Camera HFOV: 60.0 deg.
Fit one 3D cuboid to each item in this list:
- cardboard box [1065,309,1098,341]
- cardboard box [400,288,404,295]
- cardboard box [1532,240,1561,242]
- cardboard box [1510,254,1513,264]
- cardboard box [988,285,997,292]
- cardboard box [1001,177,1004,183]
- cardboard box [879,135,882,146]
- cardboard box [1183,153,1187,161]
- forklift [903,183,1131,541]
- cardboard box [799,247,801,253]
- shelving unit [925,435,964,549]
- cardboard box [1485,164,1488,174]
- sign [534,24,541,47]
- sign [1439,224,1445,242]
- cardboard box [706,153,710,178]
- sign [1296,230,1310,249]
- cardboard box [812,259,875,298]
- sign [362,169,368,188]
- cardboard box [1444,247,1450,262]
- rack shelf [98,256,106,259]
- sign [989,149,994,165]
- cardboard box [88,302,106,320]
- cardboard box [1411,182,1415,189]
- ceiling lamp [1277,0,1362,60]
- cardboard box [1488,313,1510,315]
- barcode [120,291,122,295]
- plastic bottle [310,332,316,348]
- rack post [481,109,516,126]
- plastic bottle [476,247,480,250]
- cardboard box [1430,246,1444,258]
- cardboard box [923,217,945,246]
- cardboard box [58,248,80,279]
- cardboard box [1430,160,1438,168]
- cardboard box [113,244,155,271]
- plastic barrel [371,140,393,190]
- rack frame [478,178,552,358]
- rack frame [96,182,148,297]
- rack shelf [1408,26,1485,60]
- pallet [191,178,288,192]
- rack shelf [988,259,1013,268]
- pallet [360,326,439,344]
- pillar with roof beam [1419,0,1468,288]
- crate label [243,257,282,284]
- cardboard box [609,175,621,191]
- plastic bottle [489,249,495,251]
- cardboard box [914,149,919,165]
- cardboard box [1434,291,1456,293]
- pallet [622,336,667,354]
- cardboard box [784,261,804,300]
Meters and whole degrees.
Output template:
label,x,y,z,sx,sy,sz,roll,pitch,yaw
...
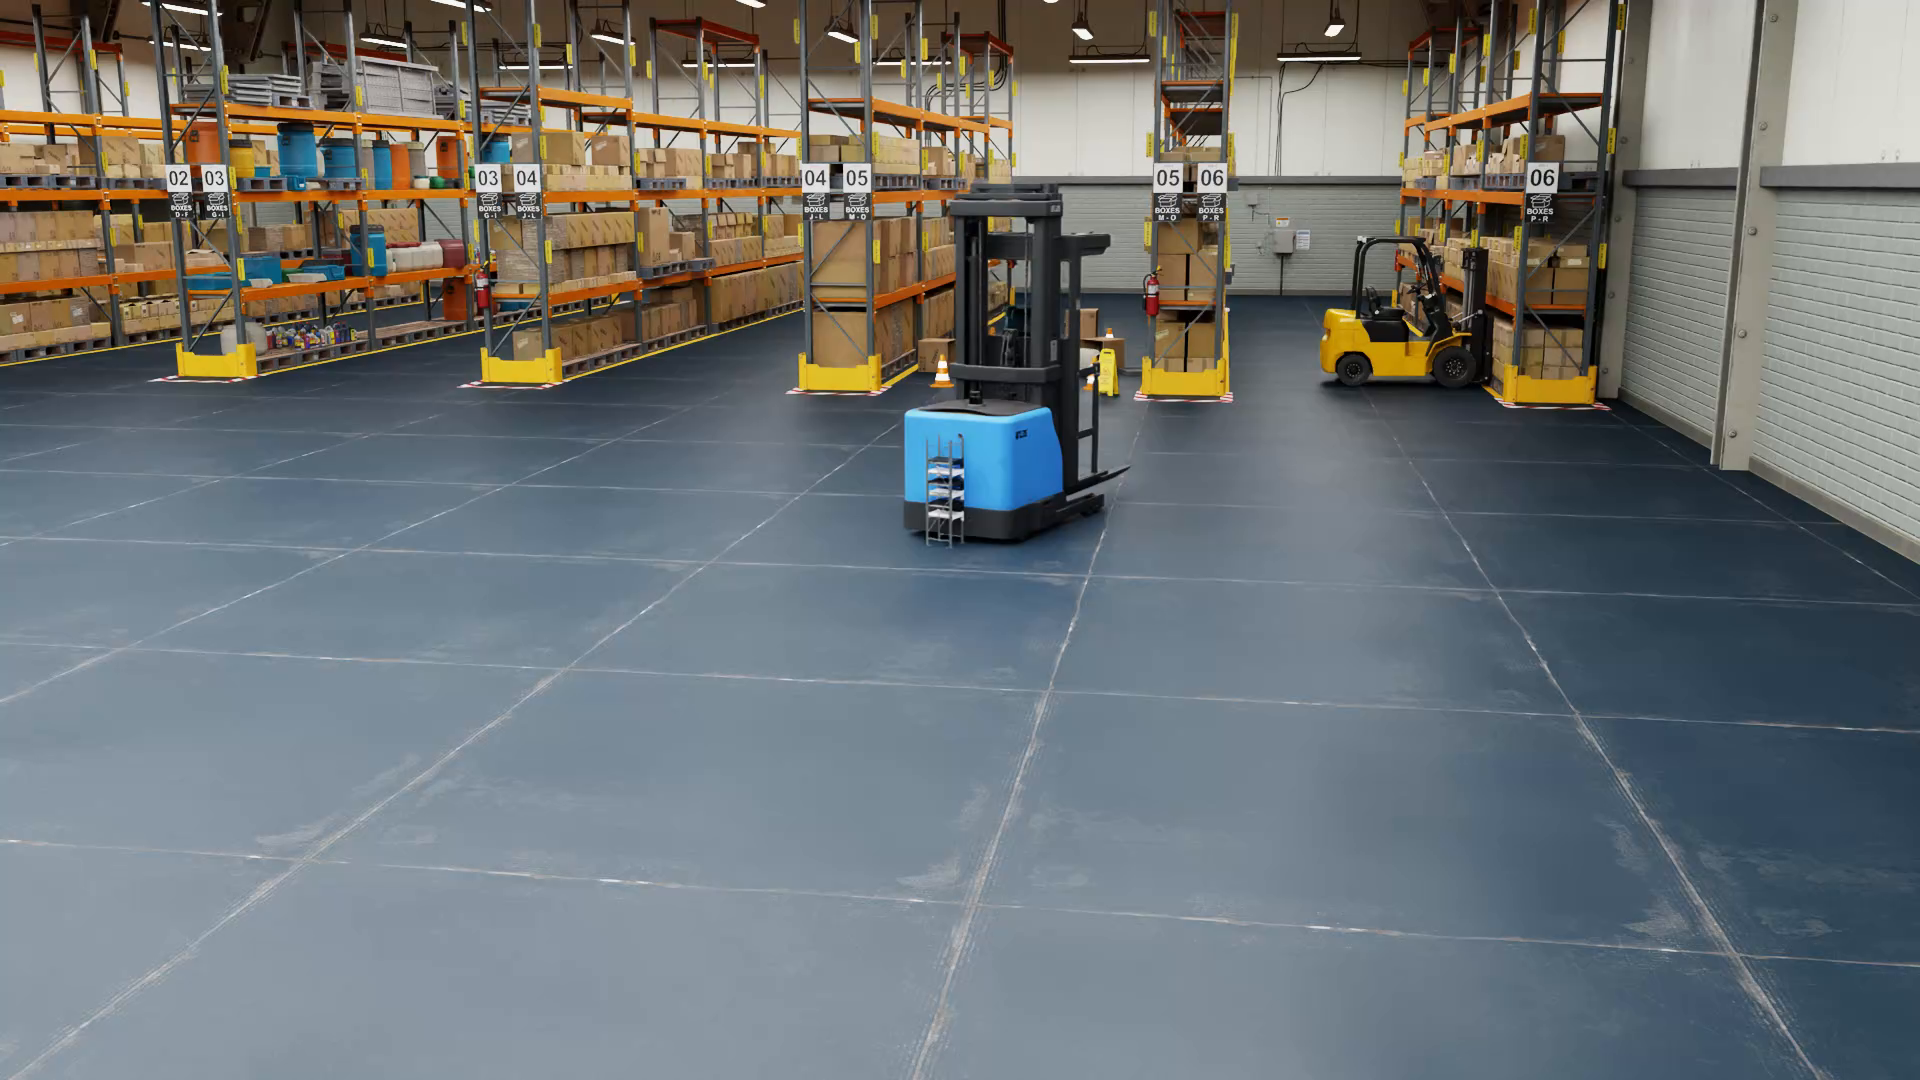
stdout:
label,x,y,z,sx,sy,sz,roll,pitch,yaw
cardboard box,2.019,-3.565,27.551,0.500,0.500,0.500,2,12,9
cardboard box,-13.943,-6.133,41.015,0.380,0.166,0.250,2,12,9
cardboard box,8.709,-4.375,24.690,0.380,0.149,0.250,2,12,8
cardboard box,8.009,-3.977,23.551,0.380,0.149,0.250,2,12,8
cardboard box,0.630,-5.662,37.503,0.380,0.149,0.250,2,12,9
cardboard box,0.690,-7.972,37.099,0.500,0.250,0.500,2,12,11
cardboard box,-1.334,-5.771,23.999,0.380,0.149,0.250,2,12,9
cardboard box,3.006,-5.398,23.506,0.380,0.149,0.250,2,12,10
forklift,0.662,-1.692,14.888,1.130,2.935,3.031,6,14,28
cardboard box,-3.971,-6.870,39.348,0.380,0.149,0.250,2,12,9
shelving unit,-0.125,-0.399,13.711,0.258,0.900,0.210,6,14,28
cardboard box,8.319,-5.719,25.654,0.380,0.149,0.250,2,12,10
sign,-6.088,-7.264,23.934,0.100,0.325,0.005,2,12,9
sign,8.766,-5.581,30.208,0.100,0.325,0.005,2,12,9
cardboard box,-5.371,-7.370,32.711,0.797,0.503,0.637,3,12,12
sign,9.046,-7.920,43.849,0.329,0.494,0.001,2,12,9
cardboard box,-1.727,-3.824,24.261,0.875,0.550,0.550,2,12,9
sign,-10.361,-6.297,28.953,0.100,0.325,0.005,2,12,9
cardboard box,8.969,-5.125,29.824,0.500,0.250,0.500,2,12,9
rack shelf,-19.770,-6.065,36.724,1.077,0.370,4.000,2,12,9
sign,0.656,-8.064,35.011,0.100,0.325,0.005,2,12,9
cardboard box,-16.018,-4.237,30.732,0.500,0.311,0.500,2,12,9
cardboard box,9.890,-7.620,35.707,0.380,0.149,0.250,2,12,10
ceiling lamp,8.645,-13.123,39.669,2.000,3.185,0.800,2,12,9
cardboard box,8.215,-3.358,25.613,0.500,0.250,0.500,2,12,9
barcode,-15.346,-4.510,30.411,0.001,0.075,0.075,2,12,9
plastic bottle,-10.864,-3.355,27.873,0.097,0.271,0.097,0,12,0
rack post,-9.858,-8.775,34.537,0.937,0.300,0.954,3,13,15
plastic bottle,-10.299,-6.126,35.595,0.152,0.276,0.135,2,12,9
cardboard box,9.146,-5.400,31.289,0.500,0.250,0.500,1,12,6
cardboard box,-0.664,-5.676,30.602,0.700,0.500,0.500,2,12,8
cardboard box,-15.934,-4.854,29.161,0.700,0.500,0.500,2,12,8
cardboard box,9.260,-7.243,32.019,0.380,0.149,0.250,2,12,9
cardboard box,-15.582,-5.326,31.349,0.500,0.500,0.500,3,12,13
plastic barrel,-10.838,-6.943,30.782,0.600,0.901,0.708,2,12,9
rack frame,-6.624,-3.854,24.755,1.000,3.000,0.127,2,12,9
rack frame,-19.462,-6.833,38.580,1.000,3.000,0.127,2,12,9
rack shelf,10.226,-10.492,35.139,1.077,0.370,4.000,2,12,9
pallet,-11.295,-5.557,25.988,1.003,0.211,1.213,2,12,9
rack shelf,0.414,-6.235,37.510,1.077,0.370,4.000,2,12,9
pallet,-10.636,-3.903,31.603,1.003,0.211,1.213,2,12,9
pillar with roof beam,7.585,-10.307,40.461,9.100,9.000,0.548,2,12,9
crate label,-11.503,-4.423,27.314,0.502,0.435,0.616,2,12,9
cardboard box,-5.912,-5.868,27.336,0.500,0.250,0.500,2,12,10
plastic bottle,-9.831,-6.034,34.987,0.144,0.351,0.185,2,12,9
cardboard box,-0.946,-6.186,26.875,0.500,0.250,0.500,2,12,8
cardboard box,9.449,-4.774,32.422,0.380,0.149,0.250,2,12,9
pallet,-5.891,-3.485,29.664,1.003,0.211,1.213,2,12,9
cardboard box,-4.183,-6.215,39.759,0.875,0.875,0.875,2,12,9
